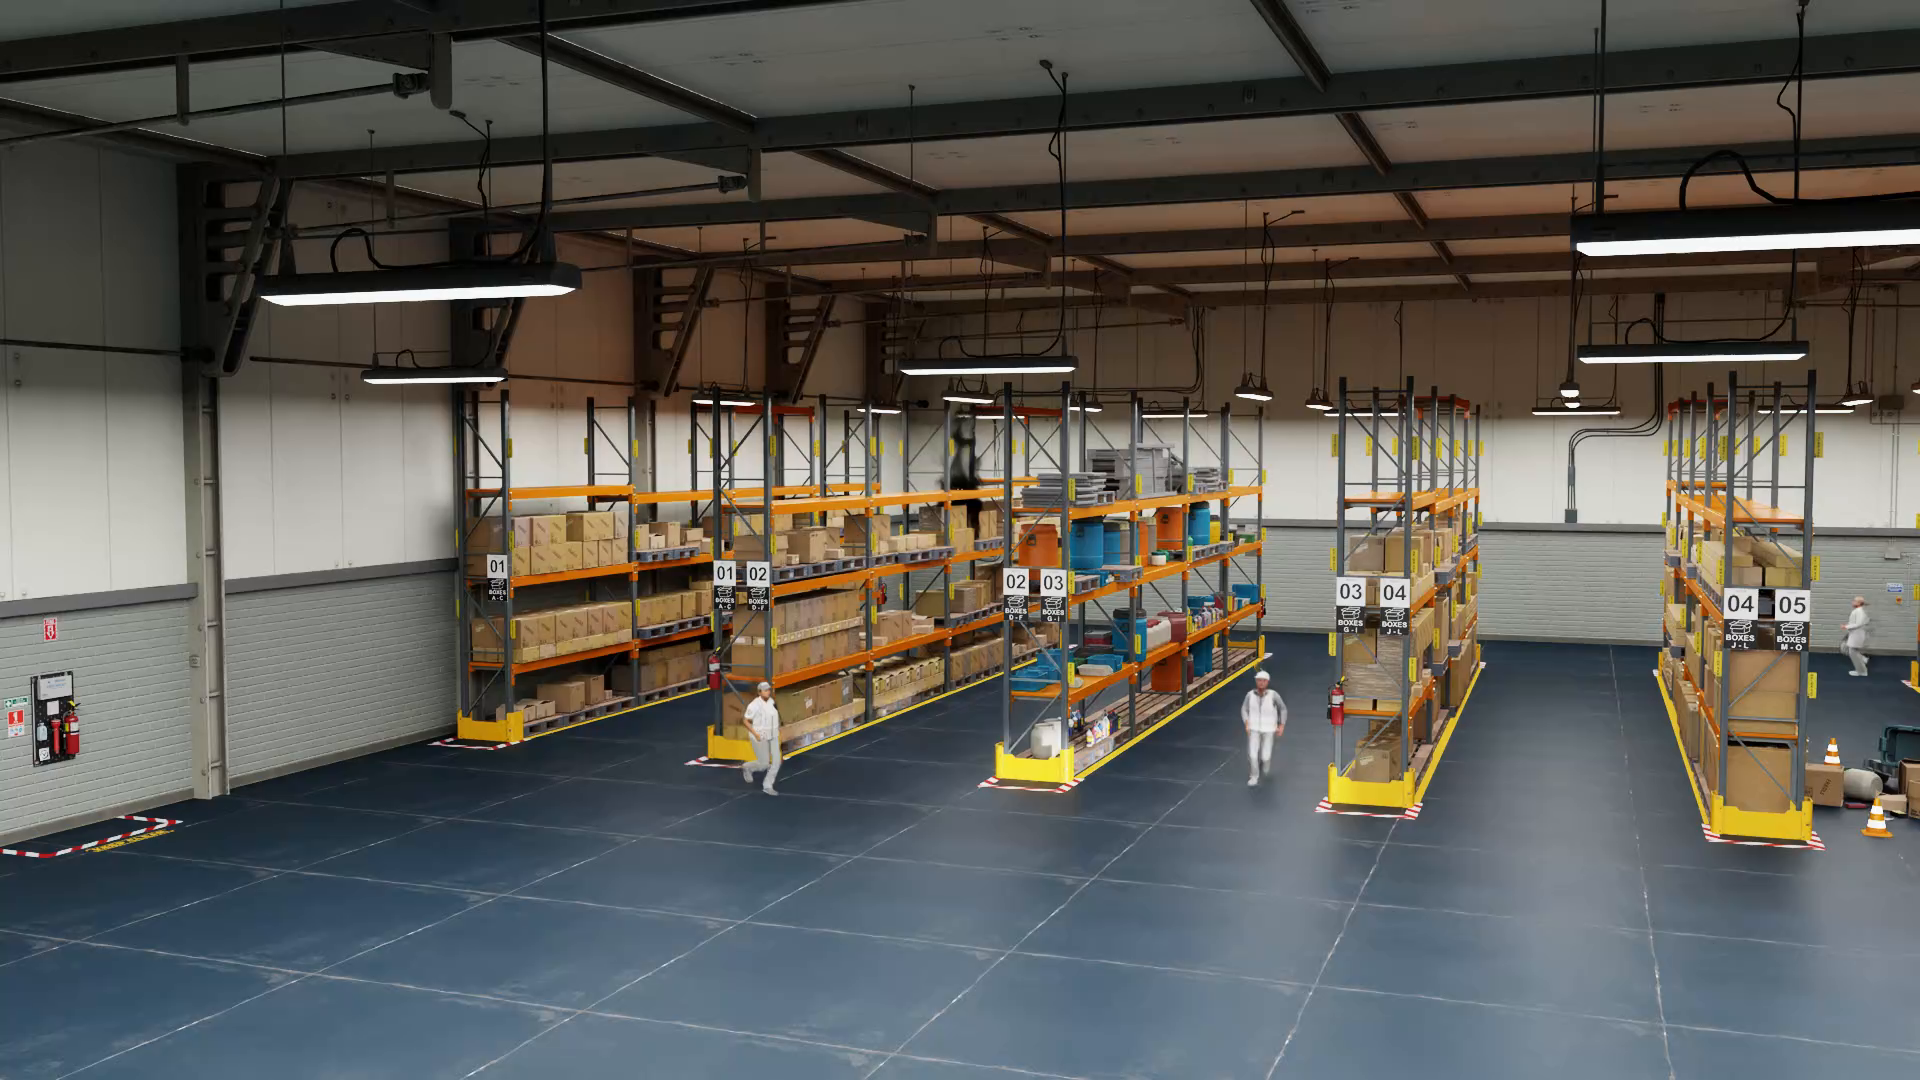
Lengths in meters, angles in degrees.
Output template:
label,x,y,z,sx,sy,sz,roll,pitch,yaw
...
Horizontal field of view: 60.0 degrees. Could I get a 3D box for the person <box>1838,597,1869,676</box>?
label,x,y,z,sx,sy,sz,roll,pitch,yaw
person,19.698,2.112,36.646,0.619,1.736,0.700,1,3,24

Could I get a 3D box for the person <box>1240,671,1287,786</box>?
label,x,y,z,sx,sy,sz,roll,pitch,yaw
person,4.487,2.792,24.648,0.676,1.722,0.596,1,3,21

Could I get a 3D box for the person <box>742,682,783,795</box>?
label,x,y,z,sx,sy,sz,roll,pitch,yaw
person,-2.867,2.870,24.173,0.612,1.633,0.615,3,4,43
